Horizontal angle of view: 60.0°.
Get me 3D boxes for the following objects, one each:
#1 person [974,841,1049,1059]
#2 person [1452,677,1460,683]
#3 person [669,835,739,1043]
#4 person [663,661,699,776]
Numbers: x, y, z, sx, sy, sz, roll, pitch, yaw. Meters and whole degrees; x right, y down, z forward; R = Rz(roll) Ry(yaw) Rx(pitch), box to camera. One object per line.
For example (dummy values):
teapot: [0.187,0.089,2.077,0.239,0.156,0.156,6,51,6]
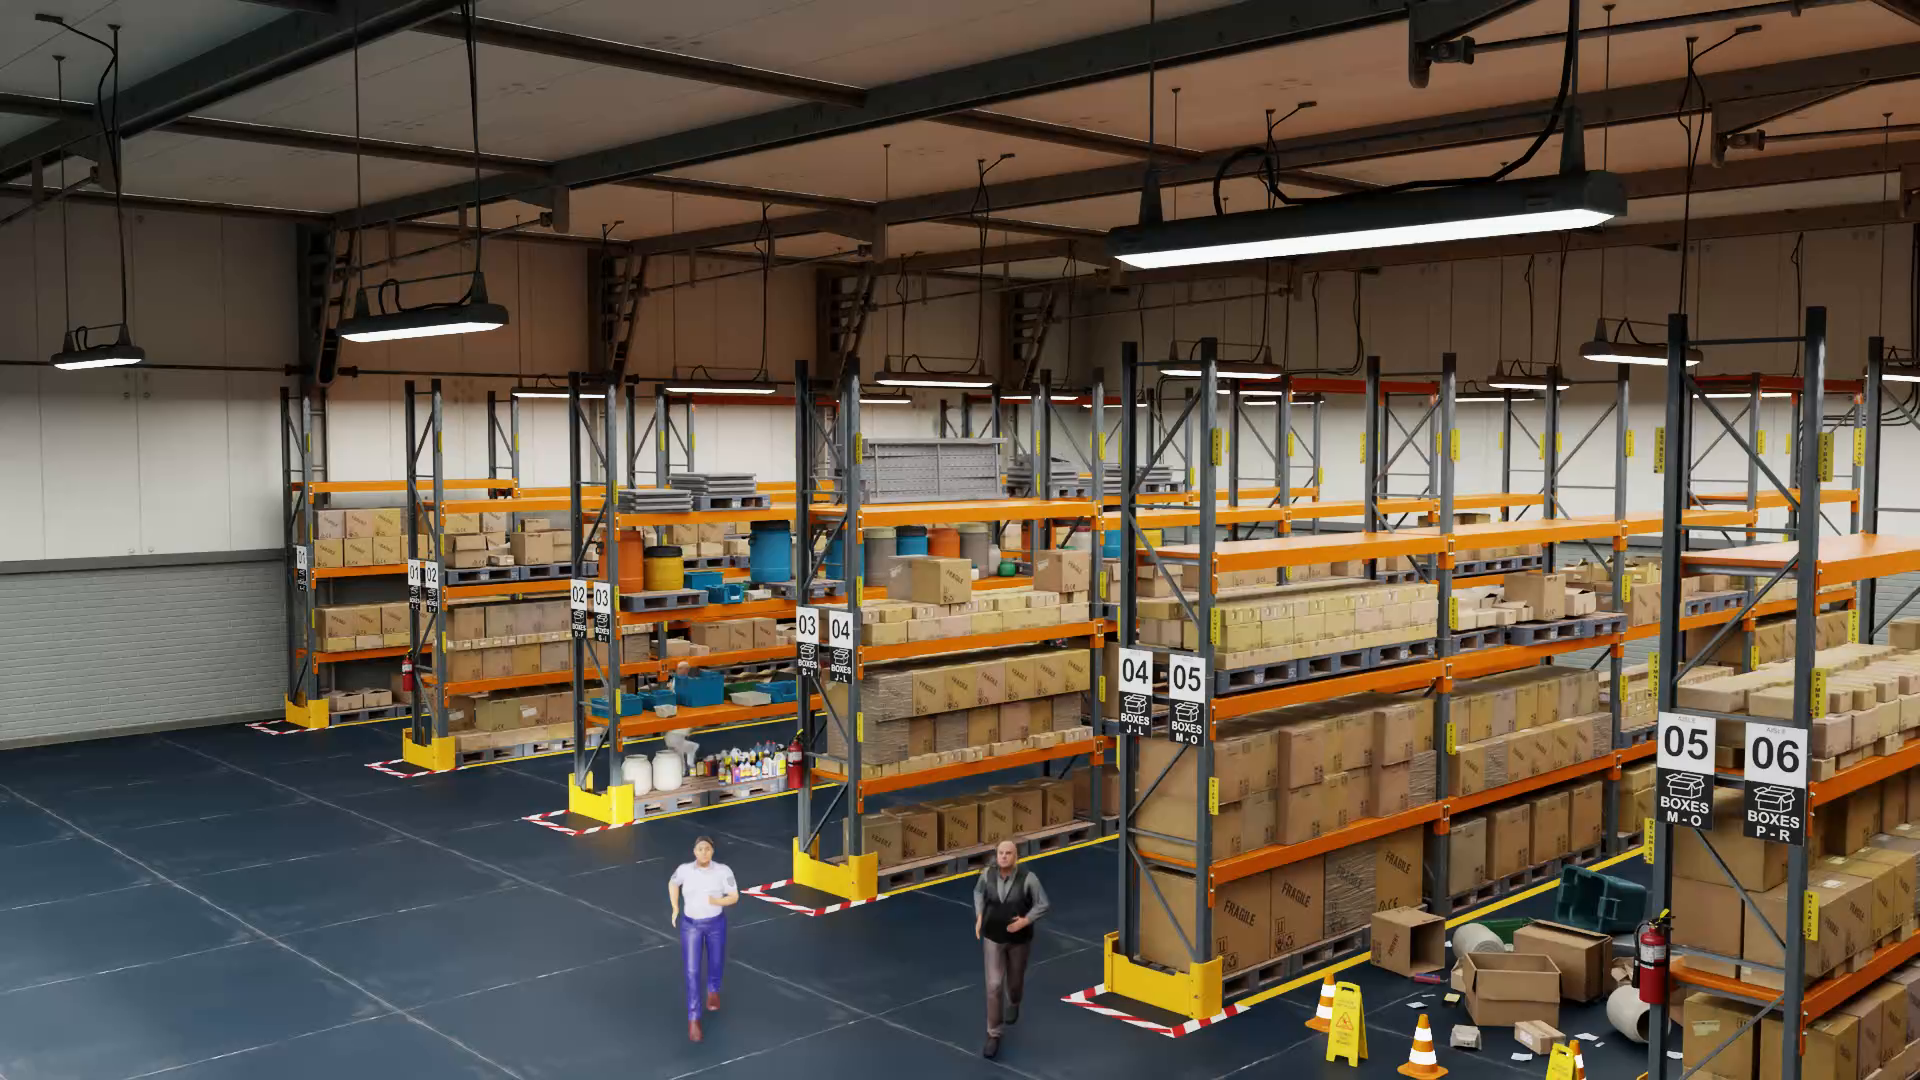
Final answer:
person: [0.428,3.389,14.081,0.667,1.734,0.892,1,4,9]
person: [7.299,2.814,24.691,0.529,1.541,0.551,3,5,42]
person: [-2.229,3.401,14.489,0.594,1.671,0.895,-1,4,-11]
person: [-4.180,2.693,25.115,0.708,1.734,0.702,3,5,37]
